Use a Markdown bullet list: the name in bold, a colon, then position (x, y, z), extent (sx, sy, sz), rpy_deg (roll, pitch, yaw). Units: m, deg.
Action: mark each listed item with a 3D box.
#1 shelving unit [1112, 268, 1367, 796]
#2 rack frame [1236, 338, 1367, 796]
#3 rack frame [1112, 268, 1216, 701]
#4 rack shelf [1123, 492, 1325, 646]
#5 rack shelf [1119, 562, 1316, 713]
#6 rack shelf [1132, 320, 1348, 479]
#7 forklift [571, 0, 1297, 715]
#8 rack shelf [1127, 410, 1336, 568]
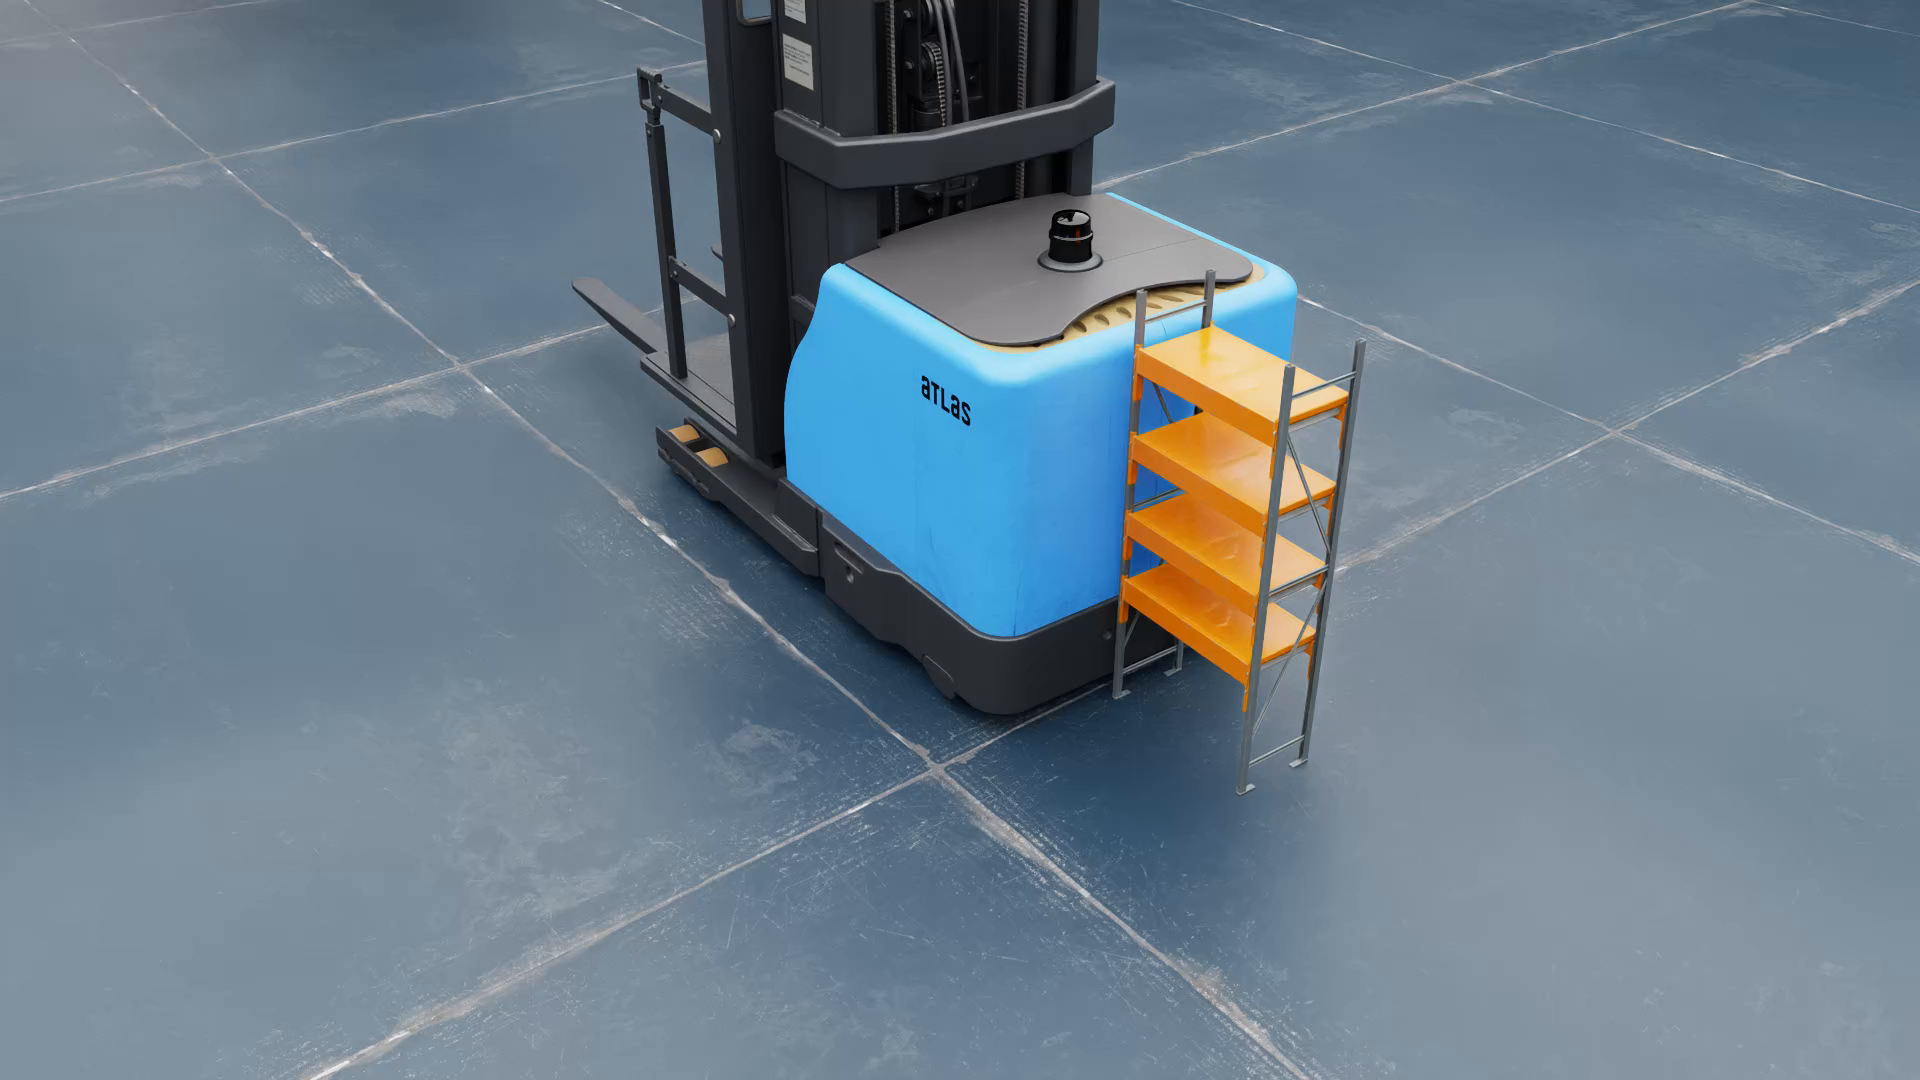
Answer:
- **shelving unit**: position (0.660, -0.006, 4.122), extent (0.258, 1.200, 0.503), rpy_deg (-21, 37, -29)
- **rack frame**: position (0.801, 0.099, 3.953), extent (0.240, 1.200, 0.015), rpy_deg (-21, 37, -29)
- **rack frame**: position (0.519, -0.111, 4.291), extent (0.240, 1.200, 0.015), rpy_deg (-21, 37, -29)
- **rack shelf**: position (0.660, 0.051, 4.157), extent (0.258, 0.148, 0.480), rpy_deg (-21, 37, -29)
- **rack shelf**: position (0.660, 0.220, 4.262), extent (0.258, 0.148, 0.480), rpy_deg (-21, 37, -29)
- **rack shelf**: position (0.660, -0.340, 3.915), extent (0.258, 0.148, 0.480), rpy_deg (-21, 37, -29)
- **forklift**: position (-0.360, -1.513, 4.908), extent (1.130, 2.935, 3.031), rpy_deg (-21, 37, -29)
- **rack shelf**: position (0.660, -0.139, 4.039), extent (0.258, 0.148, 0.480), rpy_deg (-21, 37, -29)
